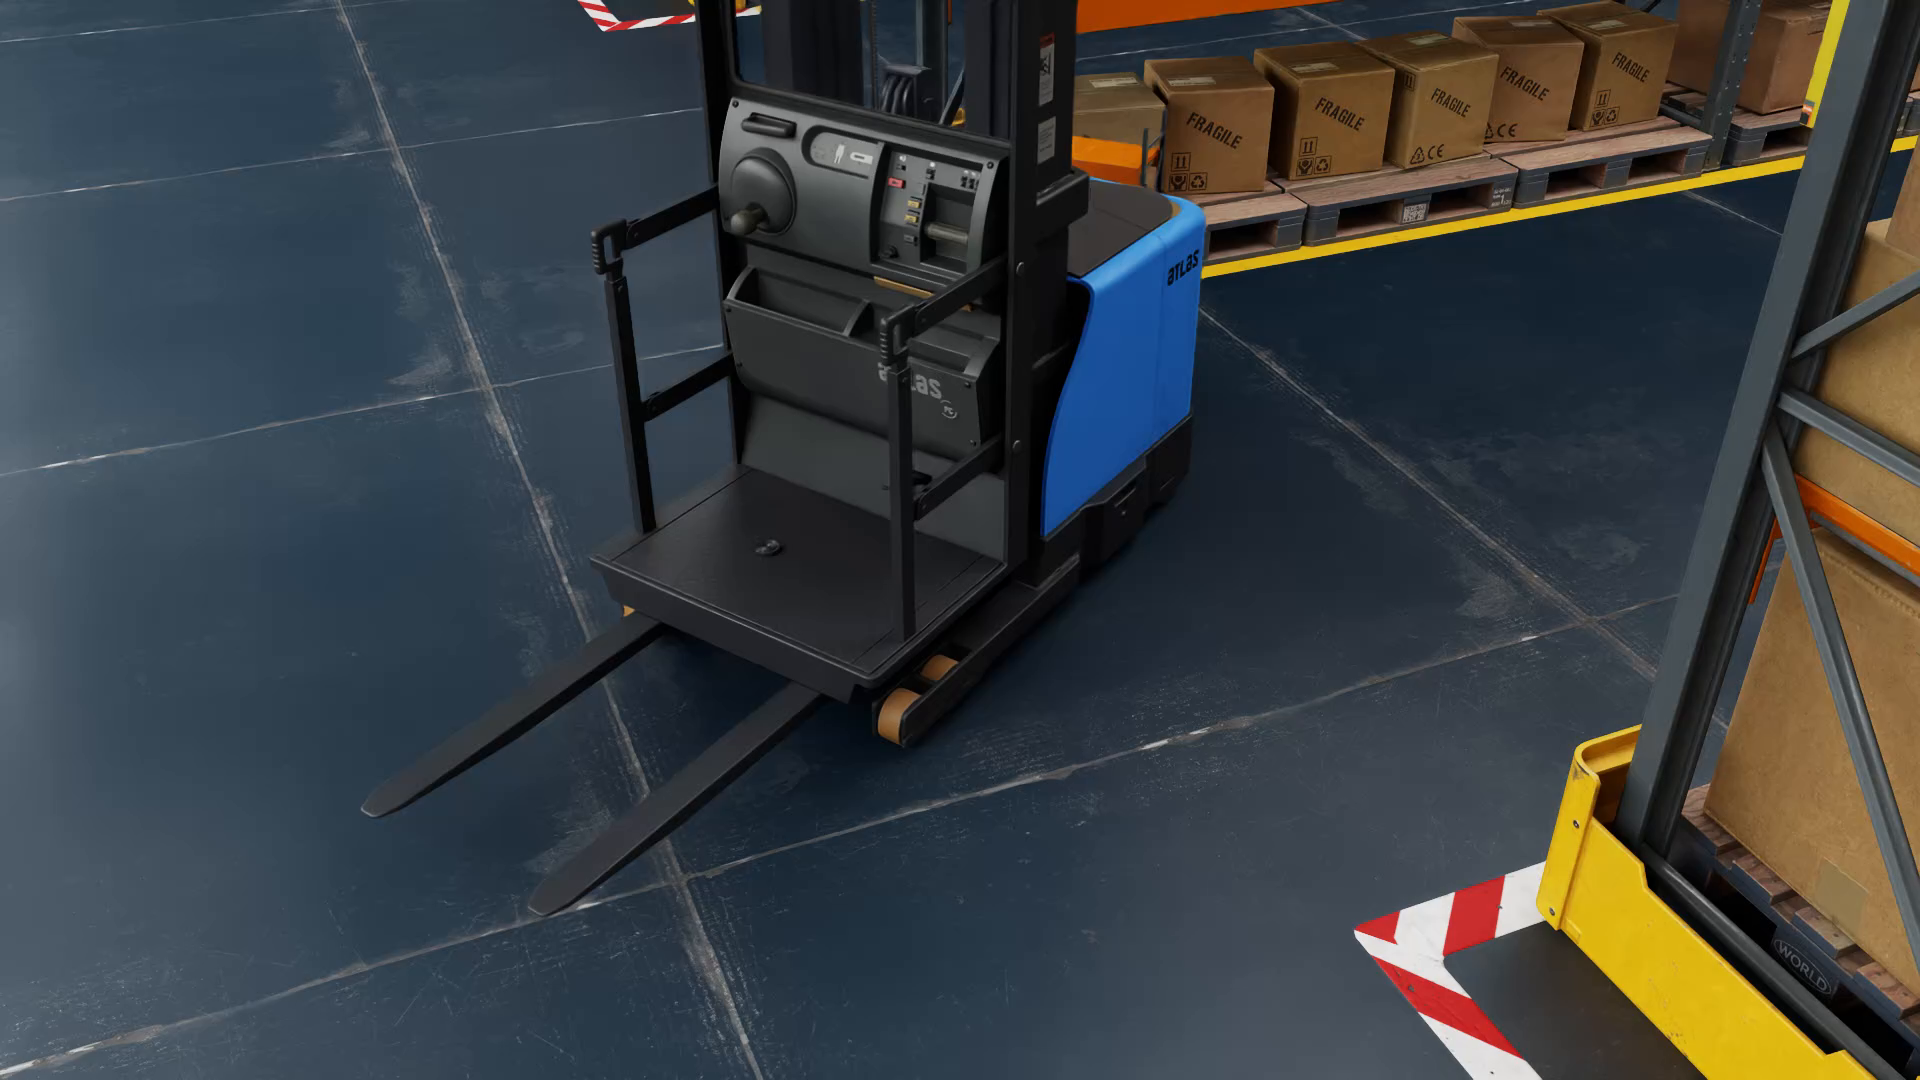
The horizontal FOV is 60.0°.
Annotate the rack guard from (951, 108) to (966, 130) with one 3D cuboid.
[{"bbox_3d":[0.119,-1.559,7.688,0.348,0.500,1.175,-13,35,-19],"label":"rack guard"}]

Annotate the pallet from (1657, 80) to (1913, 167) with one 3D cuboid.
[{"bbox_3d":[4.454,-2.432,9.294,1.213,0.211,1.003,-13,35,-19],"label":"pallet"}]

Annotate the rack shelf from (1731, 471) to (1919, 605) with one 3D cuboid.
[{"bbox_3d":[3.720,-0.196,3.961,4.000,0.370,1.077,-13,35,-19],"label":"rack shelf"}]

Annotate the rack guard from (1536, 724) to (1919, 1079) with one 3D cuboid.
[{"bbox_3d":[1.854,0.977,3.790,0.348,0.500,1.175,-13,35,-19],"label":"rack guard"}]

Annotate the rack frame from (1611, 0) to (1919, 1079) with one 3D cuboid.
[{"bbox_3d":[1.876,-0.075,3.116,0.127,3.000,1.000,-13,35,-19],"label":"rack frame"}]

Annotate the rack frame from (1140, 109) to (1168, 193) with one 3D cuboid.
[{"bbox_3d":[0.679,-0.960,6.121,0.015,1.200,0.240,13,34,19],"label":"rack frame"}]

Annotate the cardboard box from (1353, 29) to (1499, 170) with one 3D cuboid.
[{"bbox_3d":[2.285,-2.204,8.294,0.500,0.500,0.500,-16,36,-23],"label":"cardboard box"}]

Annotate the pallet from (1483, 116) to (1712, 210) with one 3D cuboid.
[{"bbox_3d":[3.131,-2.107,8.795,1.213,0.211,1.003,-13,35,-19],"label":"pallet"}]

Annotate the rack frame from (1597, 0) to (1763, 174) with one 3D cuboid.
[{"bbox_3d":[3.737,-3.435,8.280,0.127,3.000,1.000,-13,35,-19],"label":"rack frame"}]

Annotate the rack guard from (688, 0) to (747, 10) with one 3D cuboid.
[{"bbox_3d":[-1.817,-4.074,11.552,0.348,0.500,1.175,-13,35,-19],"label":"rack guard"}]

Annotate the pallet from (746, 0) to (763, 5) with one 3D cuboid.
[{"bbox_3d":[-1.066,-4.121,11.890,1.213,0.211,1.003,-13,35,-19],"label":"pallet"}]

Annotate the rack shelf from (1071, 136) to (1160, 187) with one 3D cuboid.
[{"bbox_3d":[0.458,-1.346,5.993,0.480,0.148,0.258,13,34,19],"label":"rack shelf"}]

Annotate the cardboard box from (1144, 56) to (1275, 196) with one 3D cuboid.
[{"bbox_3d":[1.169,-1.986,7.959,0.500,0.500,0.500,-4,33,-6],"label":"cardboard box"}]

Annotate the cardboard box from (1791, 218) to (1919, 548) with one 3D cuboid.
[{"bbox_3d":[2.200,-0.239,3.230,0.550,0.550,0.875,-13,35,-19],"label":"cardboard box"}]

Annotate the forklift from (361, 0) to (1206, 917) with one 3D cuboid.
[{"bbox_3d":[-0.415,-0.928,4.489,1.130,2.935,3.031,20,38,28],"label":"forklift"}]

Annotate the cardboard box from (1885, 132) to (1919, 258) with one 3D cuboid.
[{"bbox_3d":[2.233,-0.650,2.871,0.550,0.550,0.875,-13,35,-19],"label":"cardboard box"}]

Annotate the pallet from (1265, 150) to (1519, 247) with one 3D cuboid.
[{"bbox_3d":[2.005,-1.847,8.396,1.213,0.211,1.003,-13,35,-19],"label":"pallet"}]

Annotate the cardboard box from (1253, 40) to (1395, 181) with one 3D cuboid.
[{"bbox_3d":[1.753,-2.109,8.148,0.500,0.500,0.500,-10,34,-14],"label":"cardboard box"}]

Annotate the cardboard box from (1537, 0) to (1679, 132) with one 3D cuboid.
[{"bbox_3d":[3.353,-2.499,8.748,0.500,0.500,0.500,-14,36,-20],"label":"cardboard box"}]

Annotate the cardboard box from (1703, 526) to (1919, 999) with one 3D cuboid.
[{"bbox_3d":[2.475,0.463,3.852,0.875,0.875,0.875,-13,35,-19],"label":"cardboard box"}]

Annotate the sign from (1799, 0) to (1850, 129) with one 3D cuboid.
[{"bbox_3d":[1.678,-0.936,3.159,0.005,0.325,0.100,-13,35,-19],"label":"sign"}]

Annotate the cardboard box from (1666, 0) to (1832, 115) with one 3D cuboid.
[{"bbox_3d":[4.311,-2.691,9.024,0.500,0.500,0.700,-16,36,-23],"label":"cardboard box"}]

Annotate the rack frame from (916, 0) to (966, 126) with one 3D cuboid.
[{"bbox_3d":[0.049,-2.591,6.982,0.127,3.000,1.000,-13,35,-19],"label":"rack frame"}]

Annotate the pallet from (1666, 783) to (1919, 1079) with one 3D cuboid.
[{"bbox_3d":[2.583,0.885,4.196,1.213,0.211,1.003,-13,35,-19],"label":"pallet"}]

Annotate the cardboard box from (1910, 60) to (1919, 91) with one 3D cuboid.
[{"bbox_3d":[5.274,-2.901,9.346,0.500,0.500,0.700,-16,36,-23],"label":"cardboard box"}]

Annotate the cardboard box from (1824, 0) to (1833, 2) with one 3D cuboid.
[{"bbox_3d":[4.758,-2.782,9.164,0.500,0.500,0.700,-13,35,-19],"label":"cardboard box"}]

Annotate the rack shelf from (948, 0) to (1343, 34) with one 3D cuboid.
[{"bbox_3d":[1.893,-2.712,7.827,4.000,0.370,1.077,-13,35,-19],"label":"rack shelf"}]

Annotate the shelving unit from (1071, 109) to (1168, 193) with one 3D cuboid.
[{"bbox_3d":[0.455,-1.013,6.201,0.503,1.200,0.258,13,34,19],"label":"shelving unit"}]

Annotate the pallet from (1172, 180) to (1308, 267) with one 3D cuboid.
[{"bbox_3d":[0.882,-1.592,8.003,1.213,0.211,1.003,-13,35,-19],"label":"pallet"}]

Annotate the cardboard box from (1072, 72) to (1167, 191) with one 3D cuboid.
[{"bbox_3d":[0.631,-1.843,7.739,0.500,0.500,0.500,-7,34,-10],"label":"cardboard box"}]

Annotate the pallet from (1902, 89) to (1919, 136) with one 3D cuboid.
[{"bbox_3d":[5.581,-2.691,9.693,1.213,0.211,1.003,-13,35,-19],"label":"pallet"}]

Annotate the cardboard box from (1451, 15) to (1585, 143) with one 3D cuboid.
[{"bbox_3d":[2.827,-2.375,8.556,0.500,0.500,0.500,-2,33,-4],"label":"cardboard box"}]
